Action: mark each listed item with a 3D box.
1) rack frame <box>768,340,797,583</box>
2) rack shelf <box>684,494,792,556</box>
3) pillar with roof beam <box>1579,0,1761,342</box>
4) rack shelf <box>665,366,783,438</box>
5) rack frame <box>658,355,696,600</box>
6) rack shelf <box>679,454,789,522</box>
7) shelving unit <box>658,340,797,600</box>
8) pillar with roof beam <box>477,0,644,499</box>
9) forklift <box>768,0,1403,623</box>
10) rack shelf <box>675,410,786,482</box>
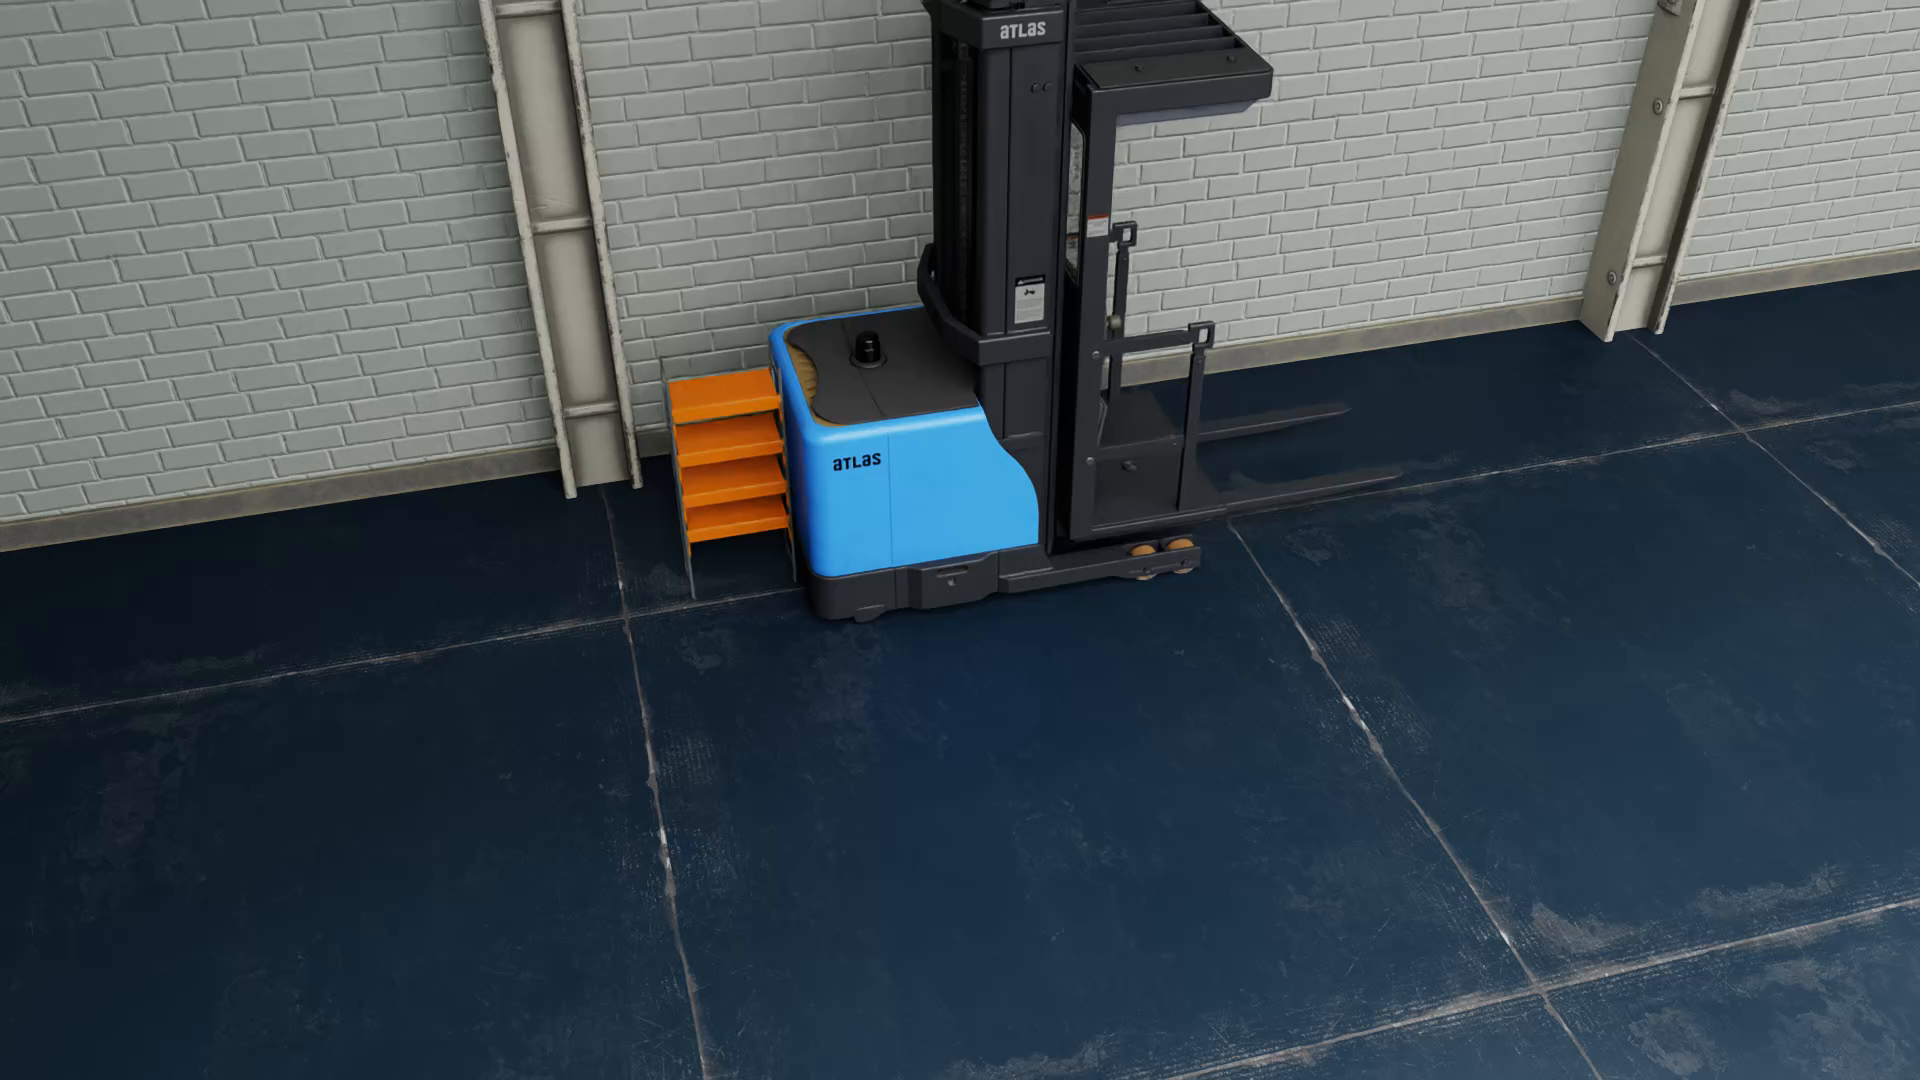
[{"bbox_3d":[-0.818,-0.343,7.690,0.015,1.200,0.240,-9,38,-12],"label":"rack frame"},{"bbox_3d":[-1.053,-0.093,7.801,0.480,0.148,0.258,-9,38,-12],"label":"rack shelf"},{"bbox_3d":[5.050,-2.332,3.871,0.400,9.000,9.100,-9,38,-12],"label":"pillar with roof beam"},{"bbox_3d":[-1.053,-0.616,7.400,0.480,0.148,0.258,-9,38,-12],"label":"rack shelf"},{"bbox_3d":[-1.289,-0.265,7.589,0.015,1.200,0.240,-9,38,-12],"label":"rack frame"},{"bbox_3d":[-1.053,-0.251,7.680,0.480,0.148,0.258,-9,38,-12],"label":"rack shelf"},{"bbox_3d":[-1.053,-0.304,7.639,0.503,1.200,0.258,-9,38,-12],"label":"shelving unit"},{"bbox_3d":[-0.743,-1.381,2.629,0.400,9.000,9.100,-9,38,-12],"label":"pillar with roof beam"},{"bbox_3d":[0.665,-1.273,7.481,3.031,2.935,1.130,-9,38,-12],"label":"forklift"},{"bbox_3d":[-1.053,-0.428,7.544,0.480,0.148,0.258,-9,38,-12],"label":"rack shelf"}]
